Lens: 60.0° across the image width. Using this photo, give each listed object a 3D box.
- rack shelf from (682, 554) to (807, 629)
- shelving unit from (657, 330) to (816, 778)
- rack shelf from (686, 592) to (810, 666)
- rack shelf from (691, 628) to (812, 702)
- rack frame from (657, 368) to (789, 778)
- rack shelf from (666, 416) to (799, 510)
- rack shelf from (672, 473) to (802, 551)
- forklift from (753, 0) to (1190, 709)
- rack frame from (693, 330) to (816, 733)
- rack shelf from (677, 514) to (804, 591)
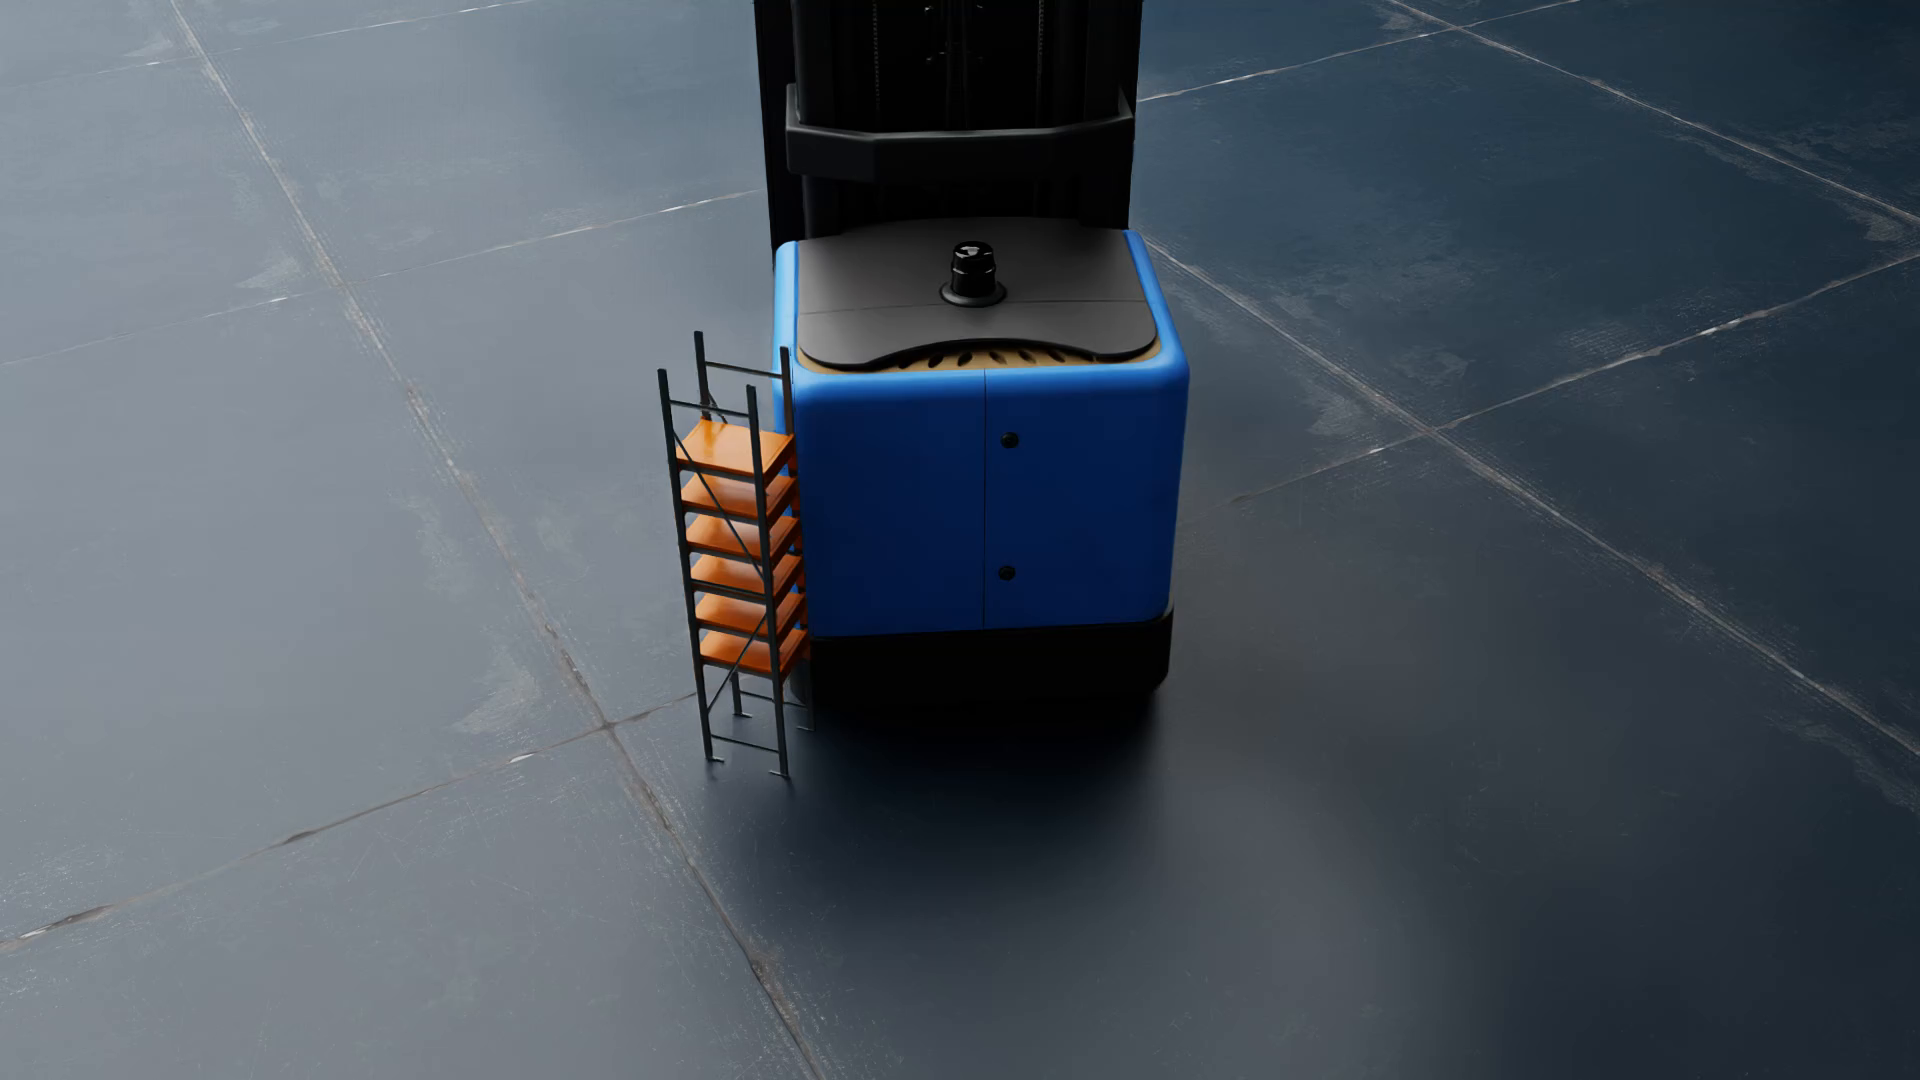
[{"bbox_3d":[-0.538,0.105,4.164,0.258,0.103,0.180,11,38,15],"label":"rack shelf"},{"bbox_3d":[-0.538,0.069,4.138,0.258,1.200,0.189,11,38,15],"label":"shelving unit"},{"bbox_3d":[-0.538,0.202,4.235,0.258,0.103,0.180,11,38,15],"label":"rack shelf"},{"bbox_3d":[-0.537,0.298,4.306,0.258,0.103,0.180,11,38,15],"label":"rack shelf"},{"bbox_3d":[-0.567,0.120,4.068,0.240,1.200,0.006,11,38,15],"label":"rack frame"},{"bbox_3d":[-0.538,-0.185,3.951,0.258,0.103,0.180,11,38,15],"label":"rack shelf"},{"bbox_3d":[-0.538,-0.089,4.022,0.258,0.103,0.180,11,38,15],"label":"rack shelf"},{"bbox_3d":[-0.052,-1.578,4.925,1.130,2.935,3.031,-3,36,-4],"label":"forklift"},{"bbox_3d":[-0.508,0.018,4.208,0.240,1.200,0.006,11,38,15],"label":"rack frame"},{"bbox_3d":[-0.538,0.008,4.093,0.258,0.103,0.180,11,38,15],"label":"rack shelf"}]
